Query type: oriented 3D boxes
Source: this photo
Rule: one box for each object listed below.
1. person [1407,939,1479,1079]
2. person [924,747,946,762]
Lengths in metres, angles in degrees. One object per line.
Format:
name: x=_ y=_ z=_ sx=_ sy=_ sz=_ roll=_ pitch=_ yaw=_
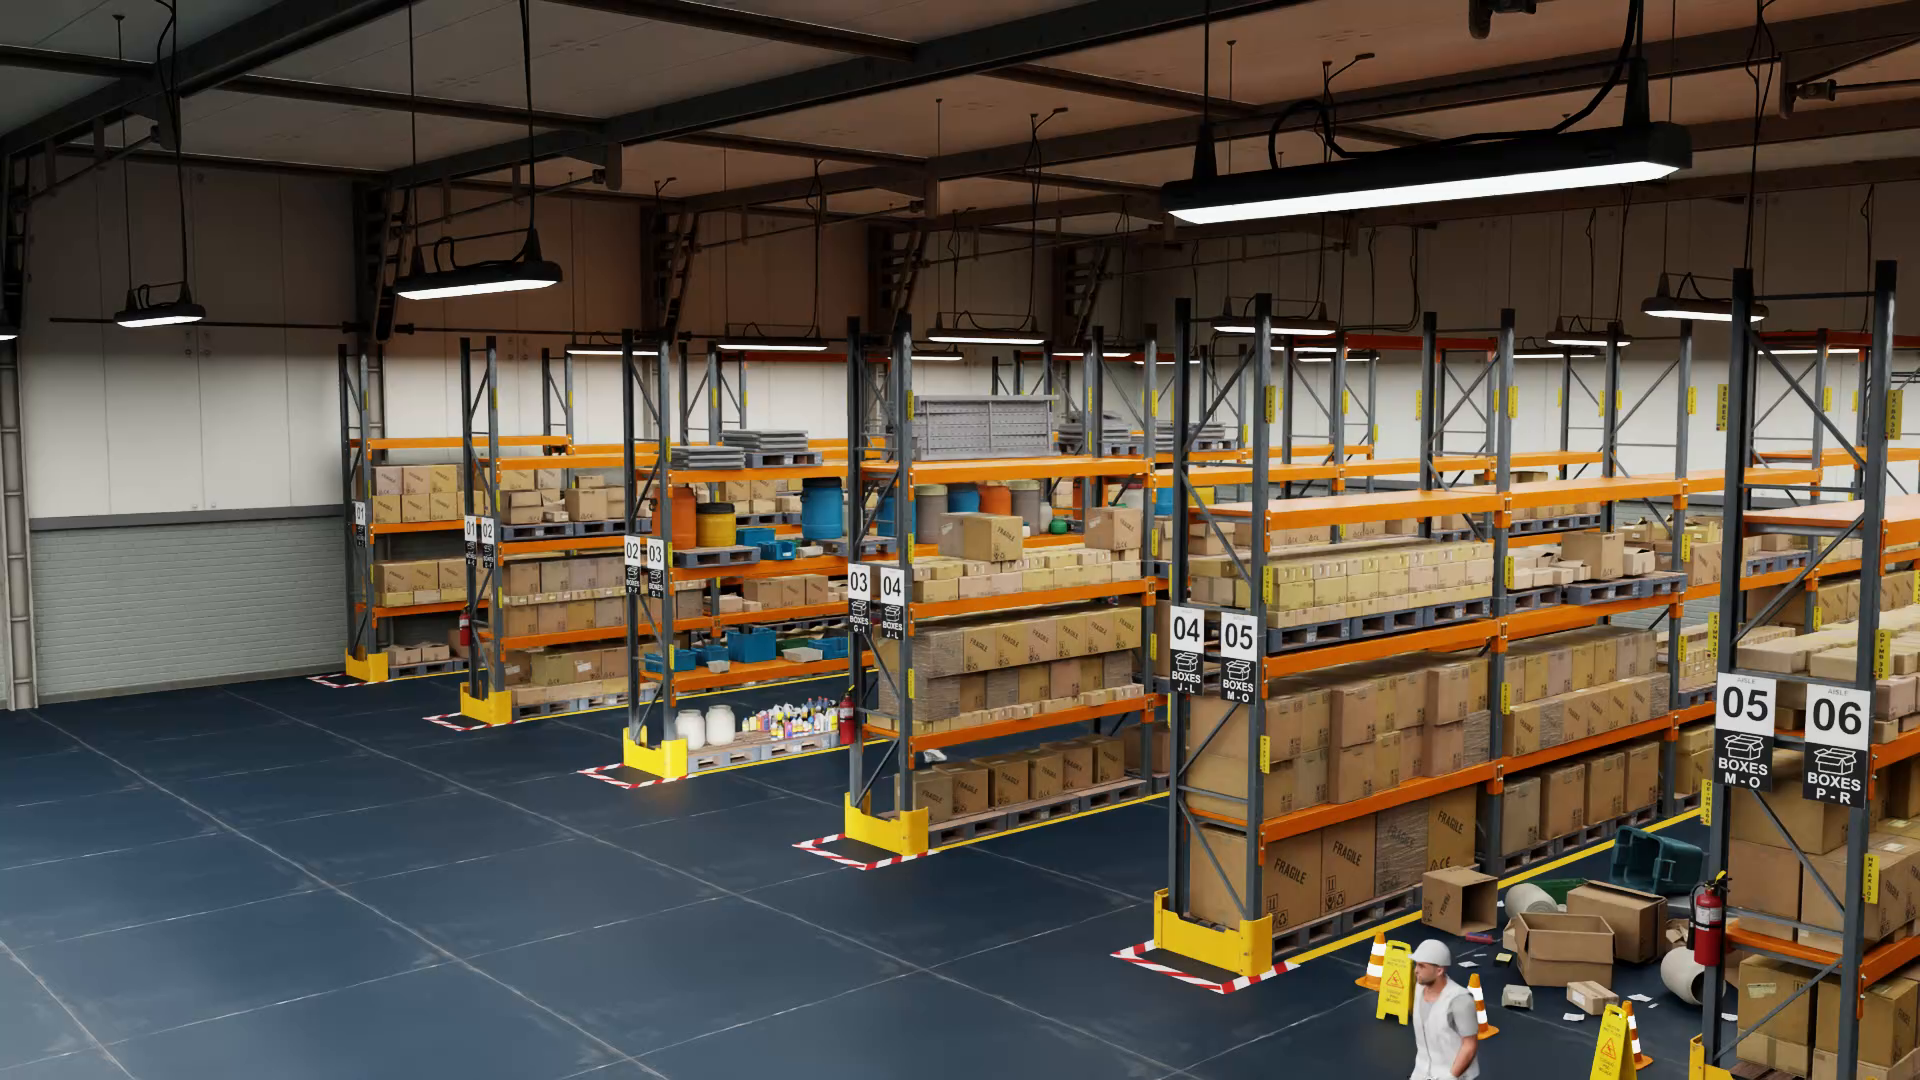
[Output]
person: x=3.115 y=3.373 z=10.637 sx=0.796 sy=1.697 sz=0.592 roll=-3 pitch=6 yaw=-31
person: x=-0.308 y=2.270 z=23.162 sx=0.458 sy=1.627 sz=0.487 roll=-3 pitch=6 yaw=-30
